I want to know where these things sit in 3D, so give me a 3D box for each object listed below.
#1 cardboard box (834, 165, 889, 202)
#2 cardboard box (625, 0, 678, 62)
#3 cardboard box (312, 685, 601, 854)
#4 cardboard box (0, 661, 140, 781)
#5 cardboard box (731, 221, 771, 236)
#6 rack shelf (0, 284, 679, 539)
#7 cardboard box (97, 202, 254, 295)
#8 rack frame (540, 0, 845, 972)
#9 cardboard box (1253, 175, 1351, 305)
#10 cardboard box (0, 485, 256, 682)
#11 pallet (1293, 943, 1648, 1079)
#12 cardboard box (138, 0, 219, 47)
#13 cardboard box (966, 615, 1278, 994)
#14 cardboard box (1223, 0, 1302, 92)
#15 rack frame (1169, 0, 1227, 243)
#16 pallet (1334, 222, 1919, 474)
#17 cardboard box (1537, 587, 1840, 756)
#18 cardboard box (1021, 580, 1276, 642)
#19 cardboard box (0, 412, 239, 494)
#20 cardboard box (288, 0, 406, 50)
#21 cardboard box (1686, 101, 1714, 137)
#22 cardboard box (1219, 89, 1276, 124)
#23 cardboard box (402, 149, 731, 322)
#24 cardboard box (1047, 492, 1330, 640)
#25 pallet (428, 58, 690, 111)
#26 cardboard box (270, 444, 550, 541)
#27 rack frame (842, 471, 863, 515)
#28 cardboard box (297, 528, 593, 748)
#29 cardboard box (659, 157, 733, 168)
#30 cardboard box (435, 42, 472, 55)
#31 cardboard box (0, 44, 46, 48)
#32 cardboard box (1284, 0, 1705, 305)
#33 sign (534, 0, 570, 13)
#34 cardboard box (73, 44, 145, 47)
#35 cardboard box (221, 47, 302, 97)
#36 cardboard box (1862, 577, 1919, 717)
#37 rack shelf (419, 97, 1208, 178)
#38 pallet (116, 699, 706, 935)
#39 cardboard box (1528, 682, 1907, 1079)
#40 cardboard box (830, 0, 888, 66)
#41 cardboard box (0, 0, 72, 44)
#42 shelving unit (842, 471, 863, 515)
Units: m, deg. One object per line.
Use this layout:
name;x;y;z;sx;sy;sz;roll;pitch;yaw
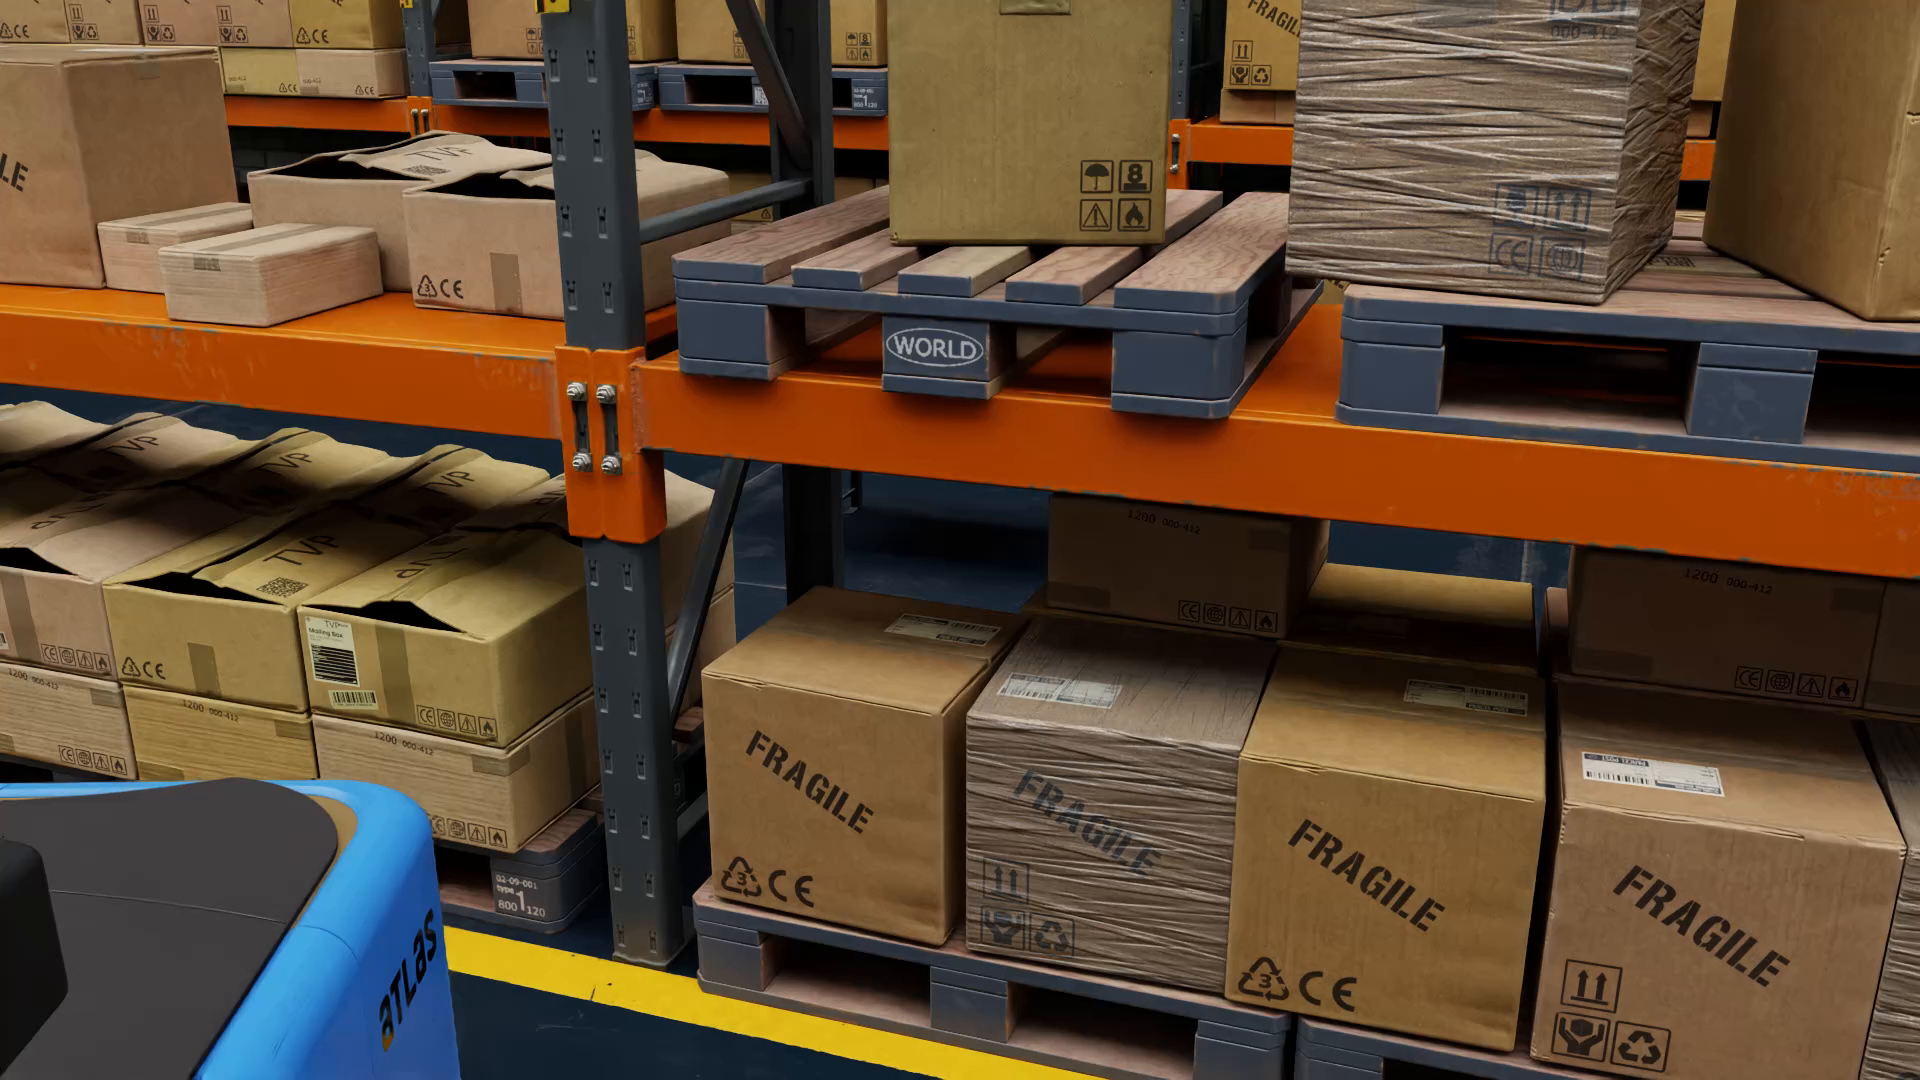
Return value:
cardboard box;-0.592;-1.792;8.651;0.500;0.250;0.500;6;20;18
cardboard box;-1.672;-2.773;8.655;0.500;0.500;0.700;9;21;24
cardboard box;-1.088;0.445;3.781;0.500;0.250;0.500;7;20;19
cardboard box;-2.050;0.336;4.096;0.500;0.250;0.500;7;20;19
cardboard box;-0.993;-1.492;8.927;0.500;0.500;0.700;7;20;19
rack shelf;-2.400;-0.550;4.190;4.000;0.370;1.077;7;20;18
cardboard box;-1.734;-0.675;3.838;0.250;0.149;0.380;8;21;22
rack frame;-0.511;-0.674;3.452;0.127;3.000;1.000;7;20;18
cardboard box;1.763;-1.277;7.811;0.750;0.750;0.750;6;20;17
cardboard box;-2.056;0.072;4.000;0.500;0.311;0.500;6;20;18
pallet;1.330;0.868;3.266;1.213;0.211;1.003;7;20;18
cardboard box;-4.161;-3.004;9.195;0.500;0.500;0.500;6;20;16
cardboard box;0.321;0.492;3.238;0.500;0.500;0.500;6;20;16
cardboard box;1.486;-2.279;7.424;0.500;0.500;0.500;7;20;20
rack frame;1.111;-2.214;7.872;0.127;3.000;1.000;7;20;18
pallet;1.327;-0.374;2.885;1.213;0.211;1.003;7;20;18
cardboard box;1.436;0.438;3.393;0.500;0.500;0.500;6;20;16
cardboard box;0.449;0.327;3.711;0.500;0.500;0.500;7;21;20
cardboard box;-2.375;-0.152;4.641;0.500;0.311;0.500;6;20;17
cardboard box;-3.216;-2.894;8.880;0.500;0.500;0.500;6;20;18
cardboard box;3.044;-1.805;7.048;0.250;0.149;0.380;7;20;20
cardboard box;1.346;-1.998;7.601;0.250;0.149;0.380;6;20;17
cardboard box;-0.840;-0.685;3.618;0.500;0.311;0.500;8;21;21
cardboard box;0.504;-0.022;3.573;0.500;0.250;0.500;7;21;20
pallet;-1.993;-2.428;8.776;1.213;0.211;1.003;7;20;18
cardboard box;-1.408;-0.040;4.323;0.500;0.311;0.500;6;20;17
rack frame;-0.474;-0.585;6.047;0.032;1.125;0.500;7;20;18
cardboard box;-1.087;0.182;3.686;0.500;0.311;0.500;7;20;19
cardboard box;-1.550;-1.907;8.980;0.500;0.250;0.500;6;20;17
cardboard box;-3.041;-2.703;9.470;0.500;0.250;0.500;7;20;19
cardboard box;-2.599;-0.954;4.104;0.500;0.500;0.500;7;20;18
cardboard box;0.922;-0.728;2.818;0.500;0.500;0.700;11;22;28
sign;-0.690;-1.048;2.765;0.005;0.325;0.100;7;20;18
cardboard box;-4.638;-2.702;9.468;0.500;0.250;0.500;7;20;19
cardboard box;-3.682;-2.598;9.171;0.500;0.250;0.500;7;20;18
cardboard box;1.946;0.141;3.105;0.500;0.250;0.500;7;20;18
rack shelf;-0.778;-2.091;8.610;4.000;0.370;1.077;7;20;18
pallet;-1.276;0.542;4.201;1.213;0.211;1.003;7;20;18
cardboard box;1.288;0.602;2.921;0.500;0.500;0.500;6;20;16
cardboard box;-0.520;-2.645;8.286;0.500;0.500;0.700;7;20;18
cardboard box;-5.144;-3.112;9.505;0.500;0.500;0.500;6;20;16
shelving unit;0.006;-0.530;5.889;1.048;1.125;0.538;7;20;18
